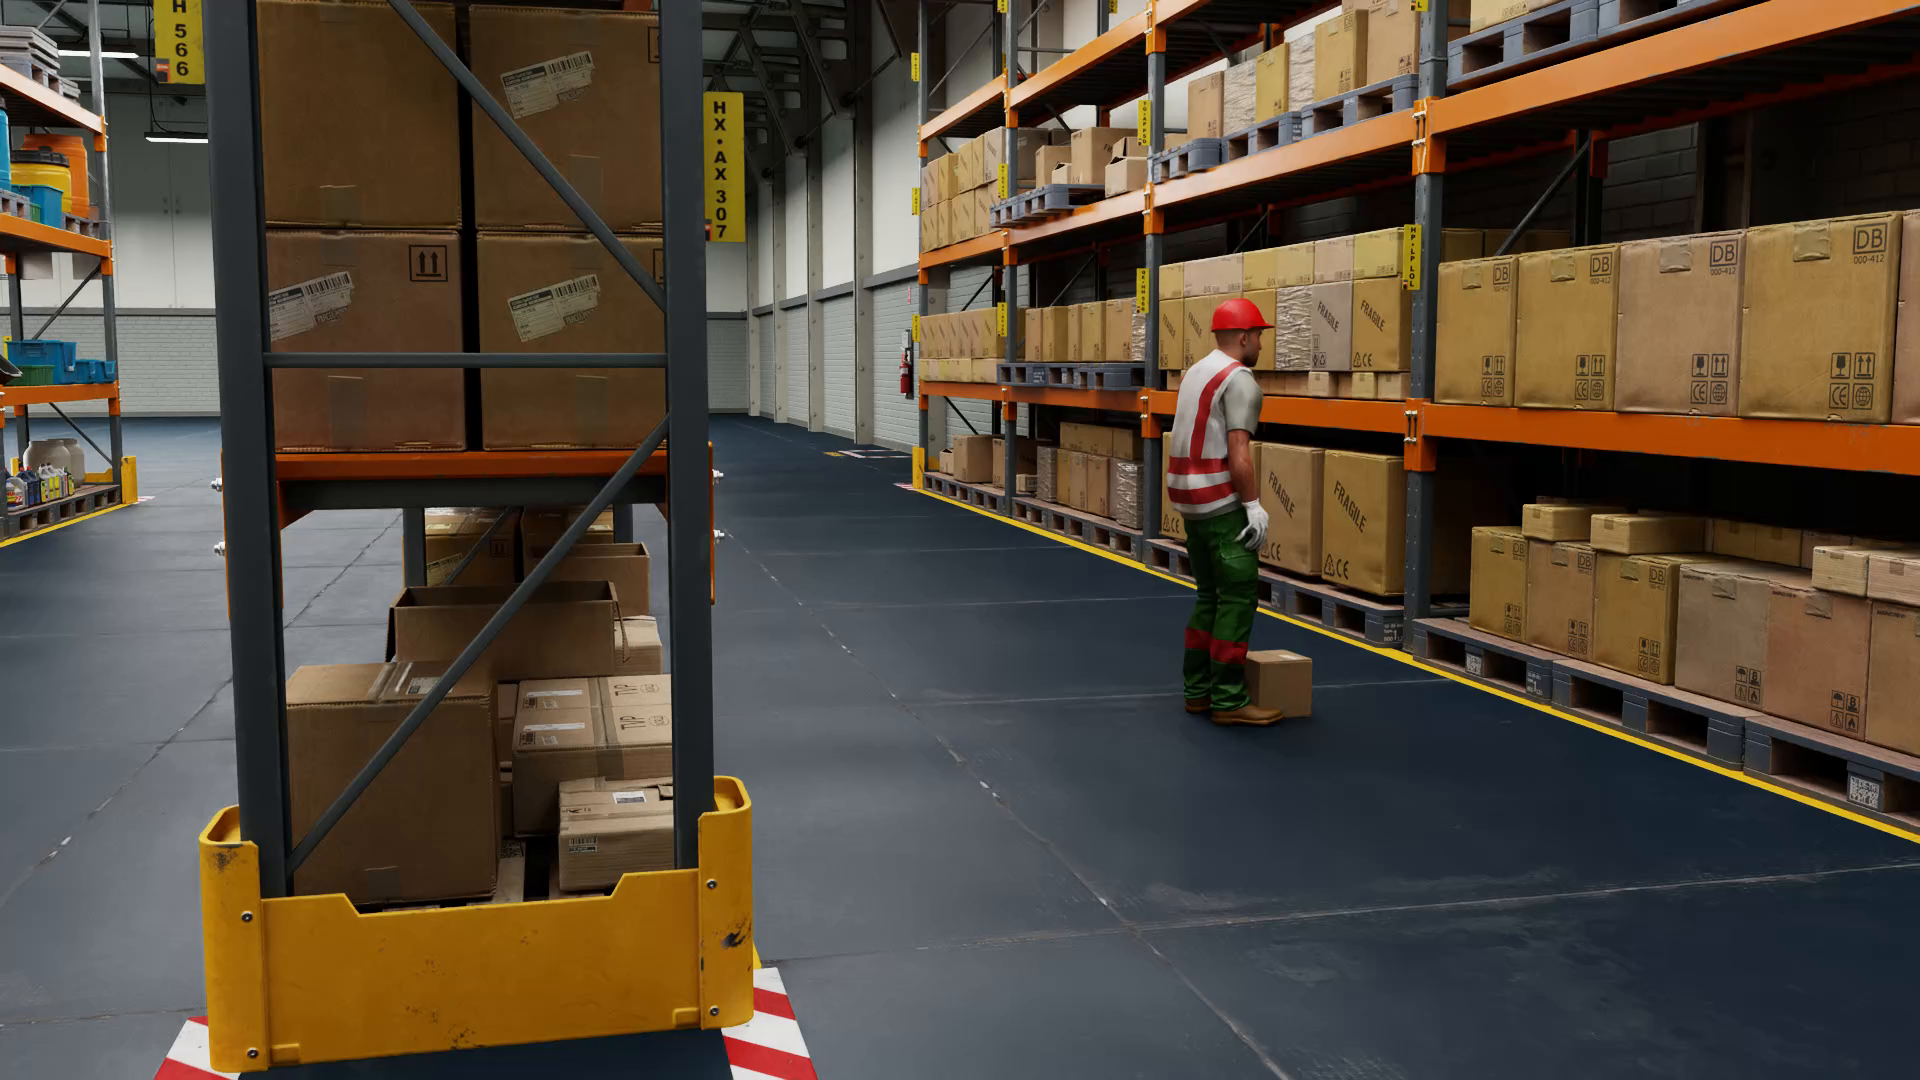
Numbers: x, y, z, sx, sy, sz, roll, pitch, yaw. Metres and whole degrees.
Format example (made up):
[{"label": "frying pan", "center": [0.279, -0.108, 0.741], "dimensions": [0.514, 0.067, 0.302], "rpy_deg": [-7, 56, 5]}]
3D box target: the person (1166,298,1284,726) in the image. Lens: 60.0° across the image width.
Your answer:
[{"label": "person", "center": [1.125, -0.130, 7.058], "dimensions": [0.452, 1.777, 0.610], "rpy_deg": [-2, 6, -17]}]
